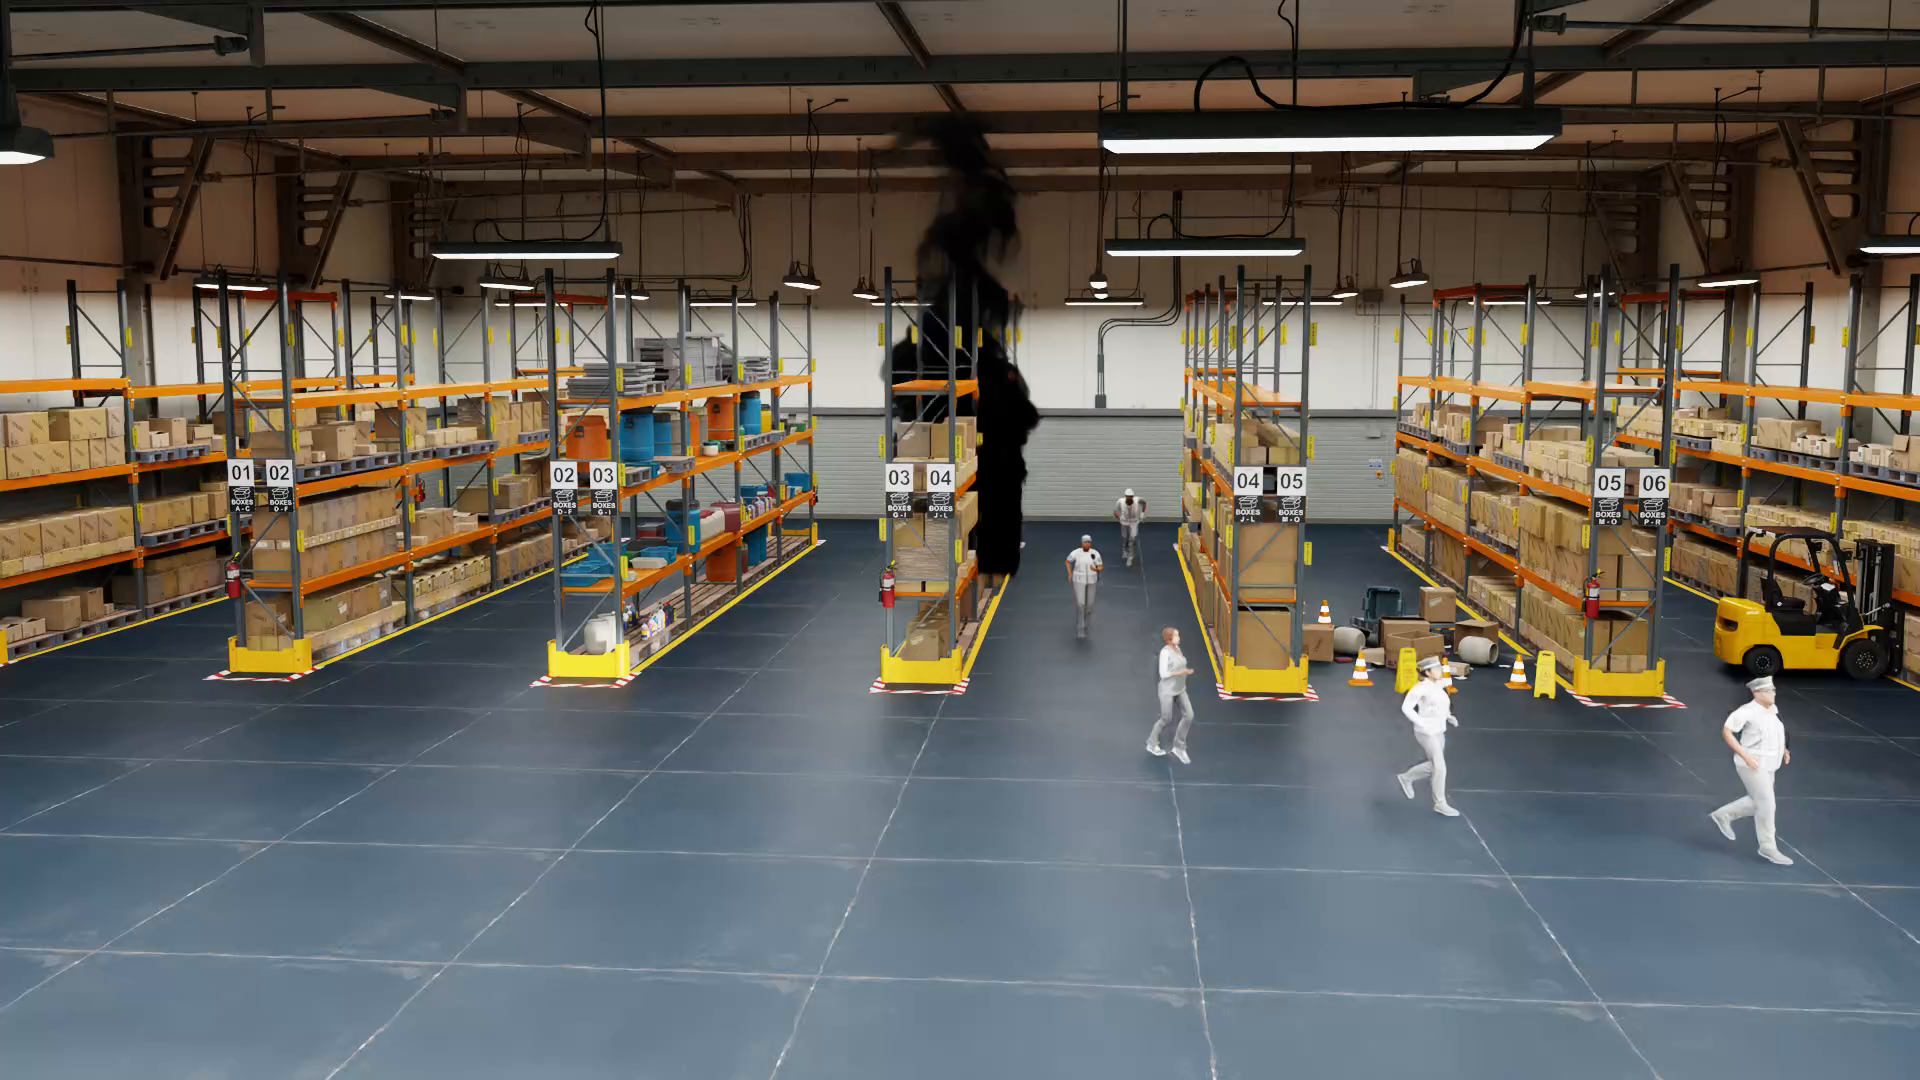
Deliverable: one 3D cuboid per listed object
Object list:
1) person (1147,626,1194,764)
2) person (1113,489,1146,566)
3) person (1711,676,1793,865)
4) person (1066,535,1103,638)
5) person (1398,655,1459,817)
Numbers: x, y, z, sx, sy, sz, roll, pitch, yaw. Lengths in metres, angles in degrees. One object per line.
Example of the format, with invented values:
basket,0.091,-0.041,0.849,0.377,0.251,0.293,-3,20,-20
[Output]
person,2.510,1.831,19.649,0.663,1.639,0.514,6,9,43
person,3.764,-0.306,36.988,0.728,1.741,1.043,0,7,2
person,7.722,2.184,16.128,0.670,1.792,0.847,-5,9,-36
person,2.116,0.767,28.158,0.579,1.729,0.759,-1,7,-9
person,4.942,2.037,17.585,0.766,1.682,0.627,7,10,45
